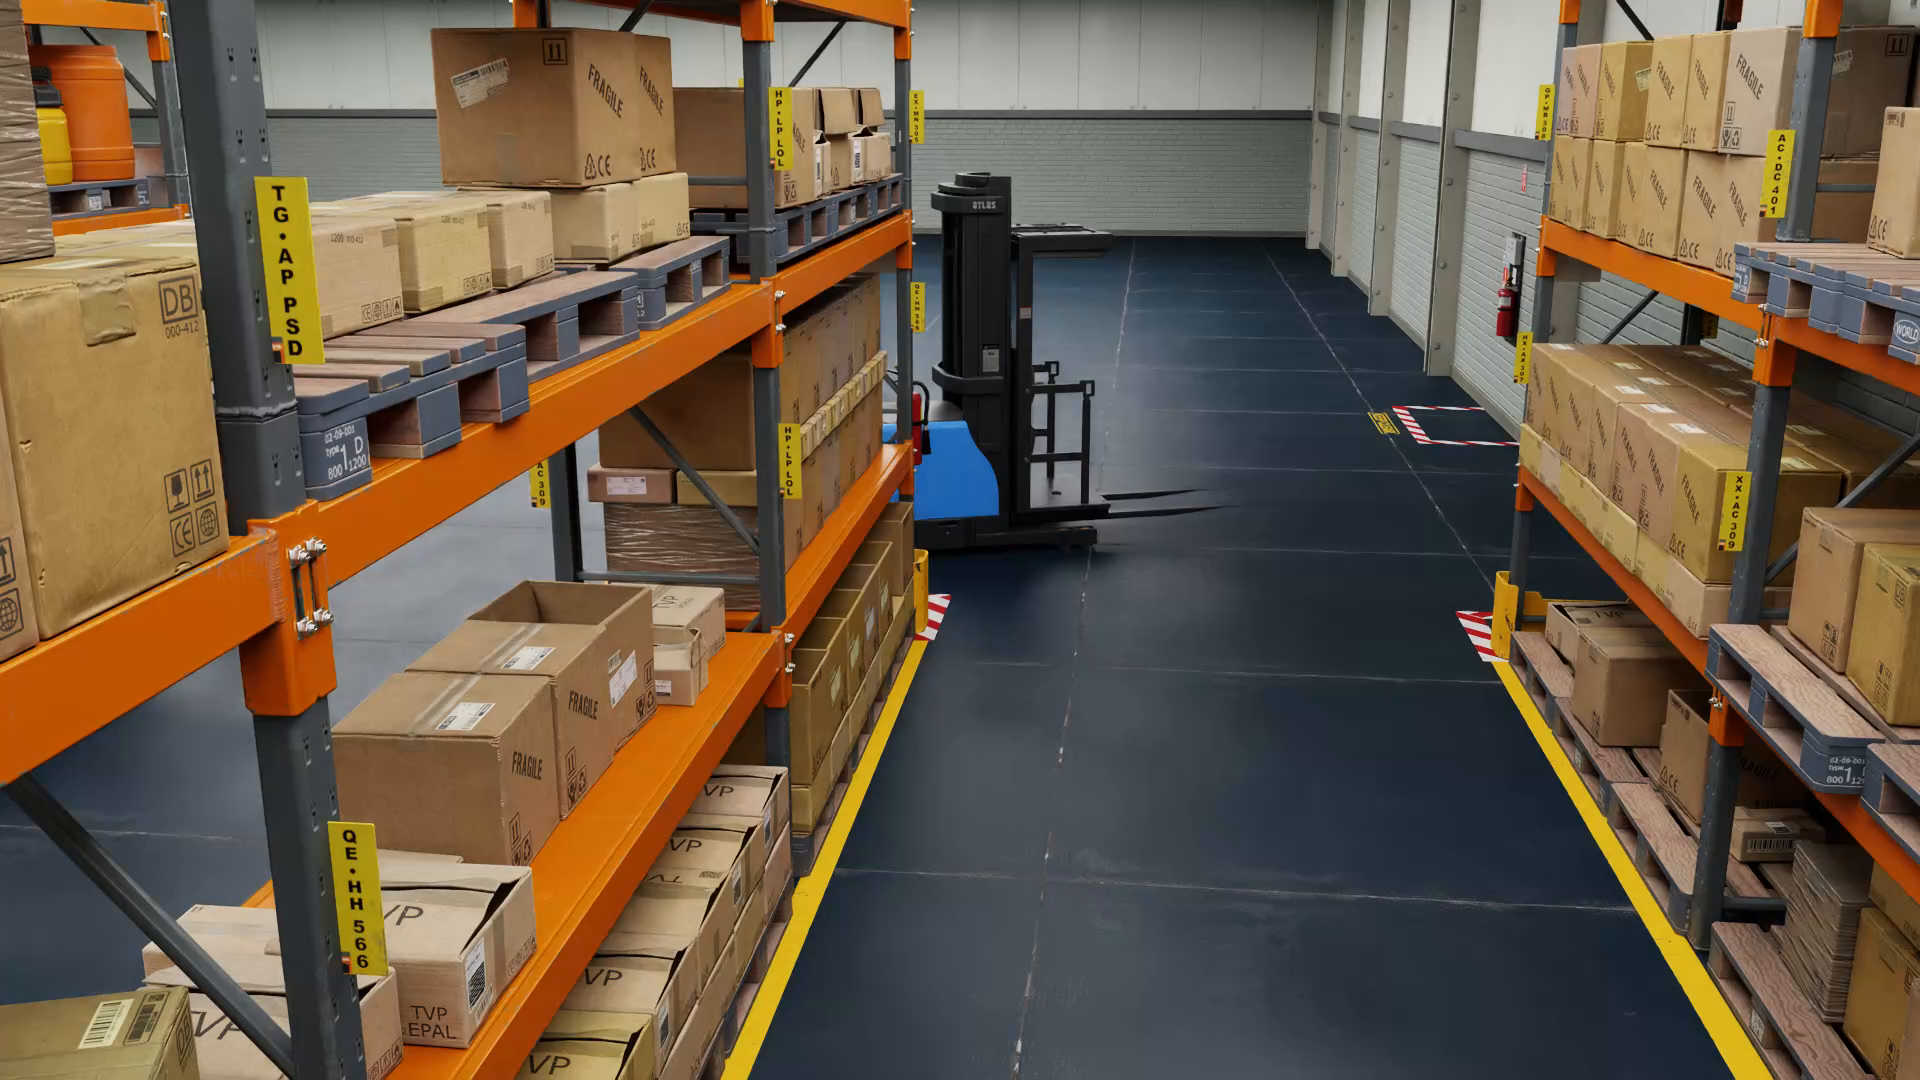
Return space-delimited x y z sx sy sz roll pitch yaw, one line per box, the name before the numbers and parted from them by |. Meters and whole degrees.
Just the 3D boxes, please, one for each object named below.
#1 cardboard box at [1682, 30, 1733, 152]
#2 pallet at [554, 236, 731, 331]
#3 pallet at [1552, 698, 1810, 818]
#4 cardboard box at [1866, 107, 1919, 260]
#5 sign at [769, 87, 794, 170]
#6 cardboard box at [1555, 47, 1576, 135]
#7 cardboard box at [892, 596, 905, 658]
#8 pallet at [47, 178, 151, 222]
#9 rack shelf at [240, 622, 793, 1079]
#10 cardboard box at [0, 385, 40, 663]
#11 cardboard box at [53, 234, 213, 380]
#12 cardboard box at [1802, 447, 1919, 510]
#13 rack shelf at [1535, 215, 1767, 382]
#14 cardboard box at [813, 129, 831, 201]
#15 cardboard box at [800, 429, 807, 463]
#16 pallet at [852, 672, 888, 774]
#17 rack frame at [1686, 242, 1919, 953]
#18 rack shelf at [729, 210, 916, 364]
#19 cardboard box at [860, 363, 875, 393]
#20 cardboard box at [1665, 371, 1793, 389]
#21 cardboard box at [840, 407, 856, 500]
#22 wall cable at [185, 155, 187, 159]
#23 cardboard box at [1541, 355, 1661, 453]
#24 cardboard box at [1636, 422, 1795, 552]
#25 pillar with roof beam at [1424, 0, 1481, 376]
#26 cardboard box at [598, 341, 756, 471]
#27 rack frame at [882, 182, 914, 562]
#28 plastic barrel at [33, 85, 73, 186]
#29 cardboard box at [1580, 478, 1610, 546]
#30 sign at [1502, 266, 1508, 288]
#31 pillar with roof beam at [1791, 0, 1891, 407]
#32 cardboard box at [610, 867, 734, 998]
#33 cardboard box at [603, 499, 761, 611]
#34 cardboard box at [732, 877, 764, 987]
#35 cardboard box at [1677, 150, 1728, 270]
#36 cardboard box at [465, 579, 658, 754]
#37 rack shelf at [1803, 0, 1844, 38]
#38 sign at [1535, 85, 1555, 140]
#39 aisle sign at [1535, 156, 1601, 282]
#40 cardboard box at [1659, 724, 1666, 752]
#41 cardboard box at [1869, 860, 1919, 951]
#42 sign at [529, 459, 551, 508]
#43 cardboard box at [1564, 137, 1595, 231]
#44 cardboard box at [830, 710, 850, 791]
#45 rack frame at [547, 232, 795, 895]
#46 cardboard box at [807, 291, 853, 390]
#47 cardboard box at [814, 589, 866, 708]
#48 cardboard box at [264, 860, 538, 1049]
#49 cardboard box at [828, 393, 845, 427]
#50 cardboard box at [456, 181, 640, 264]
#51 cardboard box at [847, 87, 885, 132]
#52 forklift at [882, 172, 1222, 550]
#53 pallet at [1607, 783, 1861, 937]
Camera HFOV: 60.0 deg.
cardboard box | 3.494 -1.952 7.243 0.500 0.500 0.500 3 15 9
pallet | -1.354 -0.954 6.063 0.805 0.209 1.217 1 15 4
pallet | 3.831 1.171 8.926 1.003 0.211 1.213 2 15 6
cardboard box | 3.514 -1.242 5.766 0.500 0.500 0.500 4 16 14
sign | -0.727 -1.663 6.727 0.100 0.325 0.005 2 15 6
cardboard box | 3.822 -2.616 9.697 0.500 0.500 0.500 1 15 2
cardboard box | -0.627 0.538 10.390 0.500 0.250 0.500 2 15 6
pallet | -5.928 -2.157 10.507 1.003 0.211 1.213 2 15 6
rack shelf | -1.493 1.039 5.453 1.077 0.370 4.000 2 15 6
cardboard box | -1.792 -0.040 2.124 0.910 0.500 0.500 2 15 6
cardboard box | -1.724 -0.488 3.455 0.500 0.250 0.500 1 15 2
cardboard box | 3.916 -0.097 7.088 0.500 0.500 0.500 1 15 5
rack shelf | 3.881 -1.302 8.362 1.077 0.370 4.000 2 15 6
cardboard box | -0.888 -1.765 7.796 0.500 0.311 0.500 1 15 3
cardboard box | -0.961 -0.453 8.156 0.380 0.149 0.250 2 15 6
pallet | -1.001 0.996 9.573 1.003 0.211 1.213 2 15 6
rack frame | 3.655 0.318 6.741 1.000 3.000 0.127 2 15 6
rack shelf | -1.042 -1.447 8.898 1.077 0.370 4.000 2 15 6
cardboard box | -0.727 -0.987 10.132 0.380 0.149 0.250 1 15 5
cardboard box | 4.144 -0.626 9.043 0.500 0.500 0.500 1 15 5
cardboard box | -0.998 -0.527 9.674 0.700 0.500 0.500 2 15 7
wall cable | -21.380 -11.344 44.322 3.097 2.526 0.112 2 15 6
cardboard box | 3.688 -0.776 9.599 0.500 0.500 0.500 2 15 6
cardboard box | 3.452 -0.243 7.626 0.500 0.500 0.500 2 15 6
pillar with roof beam | 1.963 -6.648 21.008 9.100 9.000 0.400 2 15 6
cardboard box | -1.224 -0.617 7.521 0.700 0.500 0.500 2 15 7
rack frame | -0.816 -0.865 11.114 1.000 3.000 0.127 2 15 6
plastic barrel | -5.740 -2.454 10.079 0.600 0.588 0.600 0 15 0
cardboard box | 3.569 -0.142 8.689 0.500 0.250 0.500 2 15 7
sign | 6.046 -2.866 18.448 0.001 0.329 0.234 2 15 6
pillar with roof beam | 0.609 -3.536 9.498 9.100 9.000 0.400 2 15 6
cardboard box | -1.139 1.405 6.110 0.500 0.311 0.500 2 15 6
cardboard box | -1.224 0.009 7.690 0.700 0.500 0.500 1 15 5
cardboard box | -1.085 1.545 6.667 0.500 0.250 0.500 1 15 5
cardboard box | 3.536 -1.457 7.329 0.500 0.500 0.500 0 15 2
cardboard box | -1.430 0.460 6.024 0.500 0.500 0.500 3 15 10
rack shelf | 3.429 -1.519 4.186 1.077 0.370 4.000 2 15 6
sign | 3.567 -2.606 10.131 0.100 0.325 0.005 2 15 6
aisle sign | 3.816 -2.002 10.340 0.394 0.787 0.004 2 15 6
cardboard box | 3.855 1.067 8.588 0.380 0.149 0.250 0 15 2
cardboard box | 3.542 1.256 5.781 0.500 0.250 0.500 1 15 5
sign | -1.819 -0.299 7.213 0.100 0.325 0.005 2 15 6
cardboard box | 3.724 -2.008 9.366 0.500 0.500 0.500 3 15 10
cardboard box | -0.852 1.056 8.472 0.500 0.250 0.500 2 15 6
rack frame | -1.267 0.173 7.277 1.000 3.000 0.127 2 15 6
cardboard box | -0.997 -1.138 9.445 0.700 0.500 0.500 2 15 6
cardboard box | -0.791 0.565 8.853 0.500 0.500 0.500 2 15 6
cardboard box | -1.425 1.027 4.289 0.500 0.311 0.500 2 15 6
cardboard box | -0.843 -0.719 9.141 0.380 0.149 0.250 1 15 5
cardboard box | -1.406 -1.104 5.733 0.500 0.250 0.500 0 15 1
cardboard box | -0.885 -2.484 10.085 0.797 0.503 0.637 3 15 10
forklift | 0.631 -1.471 13.486 3.031 2.935 1.130 -3 16 -13
pallet | 3.696 1.488 7.753 1.003 0.211 1.213 2 15 6
